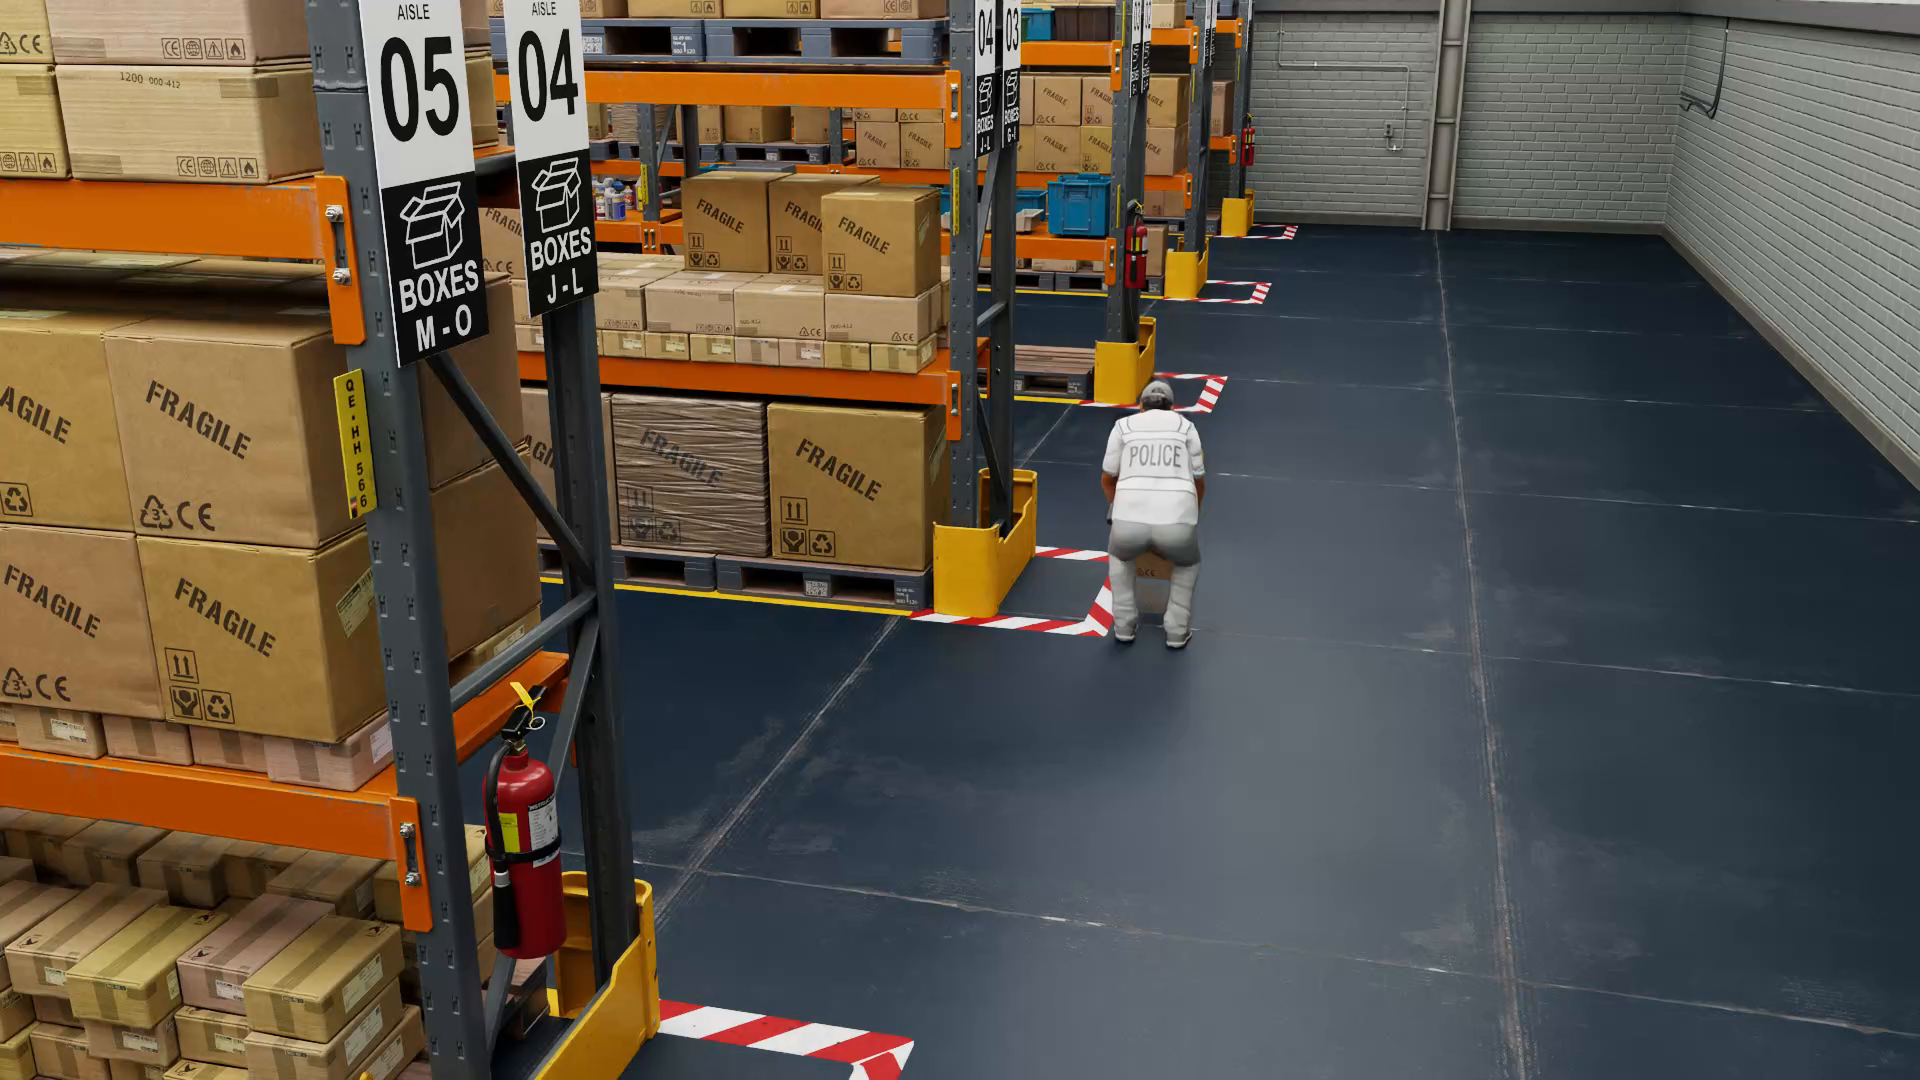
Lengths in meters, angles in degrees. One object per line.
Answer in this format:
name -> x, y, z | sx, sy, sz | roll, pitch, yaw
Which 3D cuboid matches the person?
person -> 0.975, -0.096, 8.530 | 0.539, 1.239, 0.794 | 4, 19, 11
